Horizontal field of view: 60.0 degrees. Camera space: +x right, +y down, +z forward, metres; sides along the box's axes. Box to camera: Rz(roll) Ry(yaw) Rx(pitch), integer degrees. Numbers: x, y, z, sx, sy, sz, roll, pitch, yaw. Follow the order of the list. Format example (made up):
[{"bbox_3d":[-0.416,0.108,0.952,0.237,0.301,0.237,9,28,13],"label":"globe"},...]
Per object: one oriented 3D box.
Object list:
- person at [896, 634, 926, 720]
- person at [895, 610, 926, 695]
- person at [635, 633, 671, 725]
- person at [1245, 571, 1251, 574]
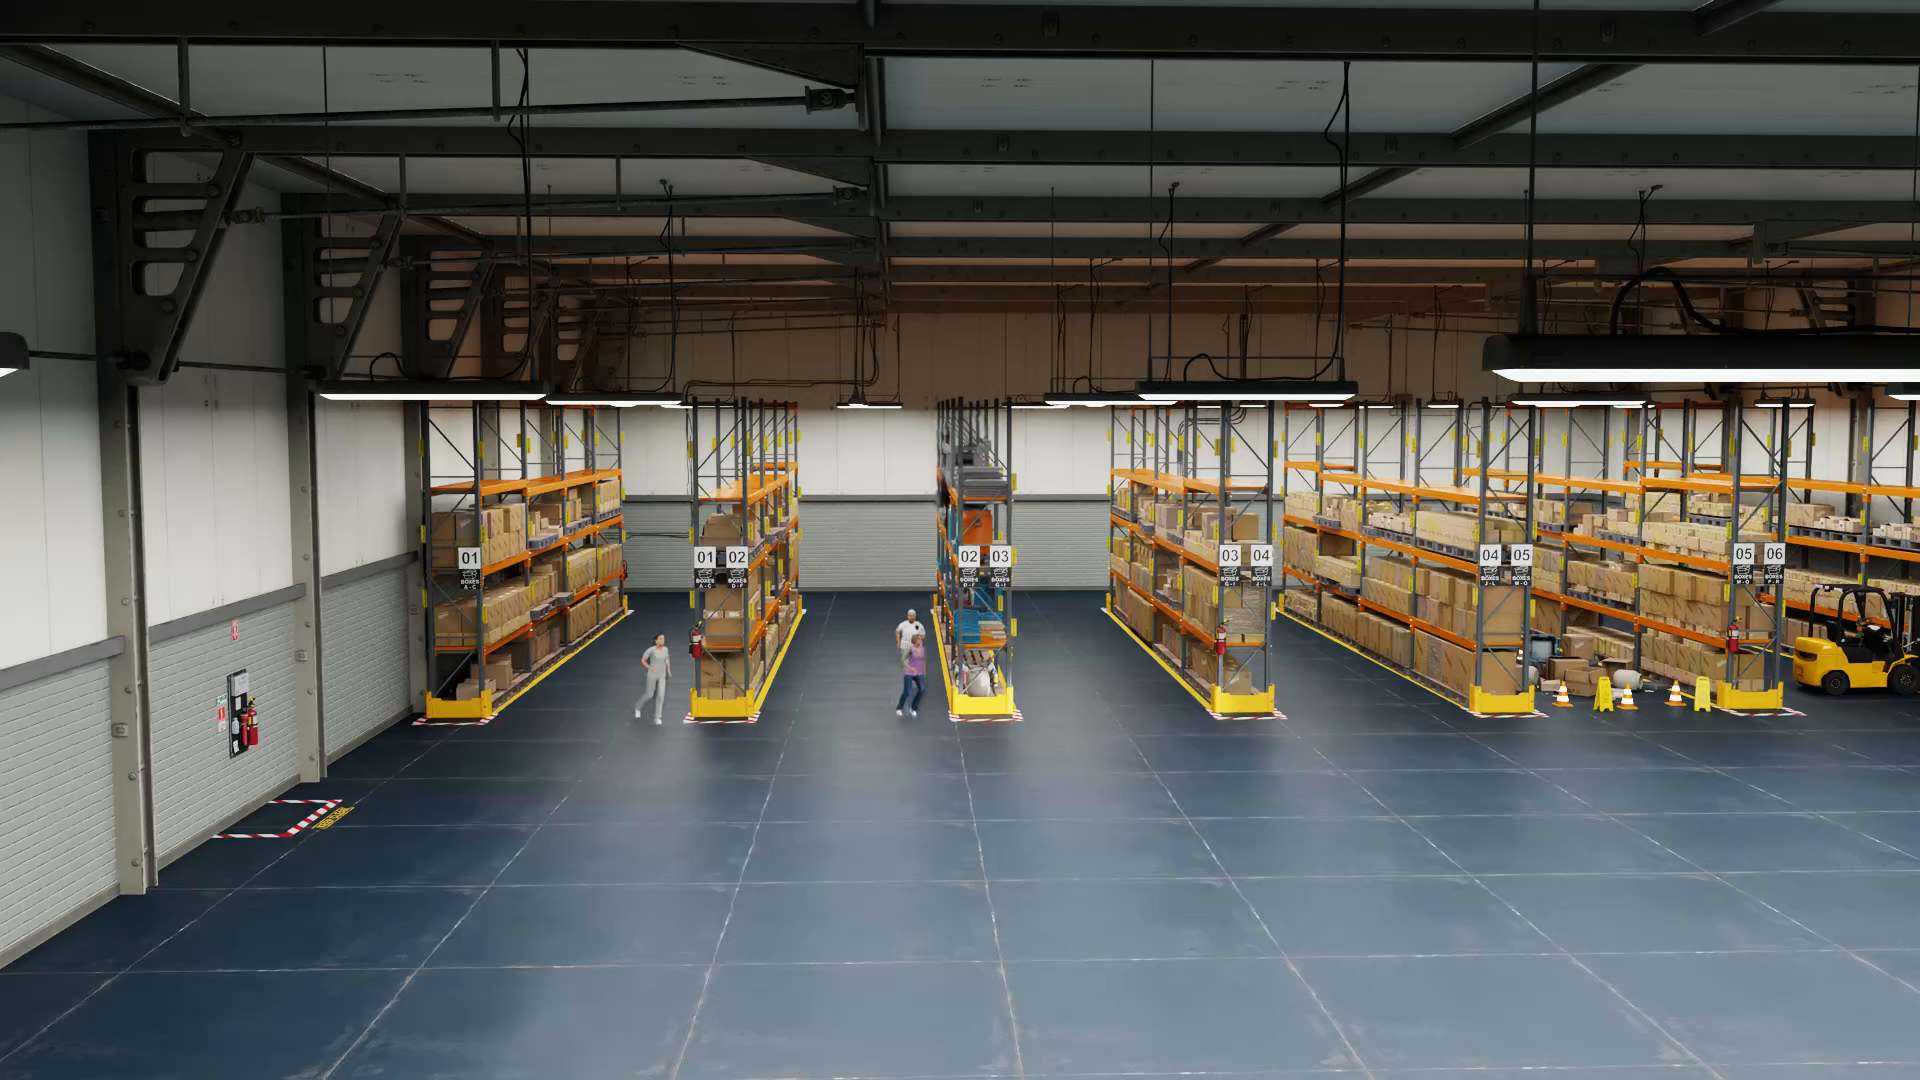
[{"bbox_3d":[-0.852,2.542,31.109,0.601,1.587,0.615,-3,5,-31],"label":"person"},{"bbox_3d":[-1.002,2.276,33.930,0.579,1.729,0.764,-1,4,-11],"label":"person"},{"bbox_3d":[-5.574,2.524,30.669,0.631,1.629,0.934,-3,5,-36],"label":"person"},{"bbox_3d":[7.989,1.221,47.295,0.699,1.734,0.756,2,5,26],"label":"person"}]
